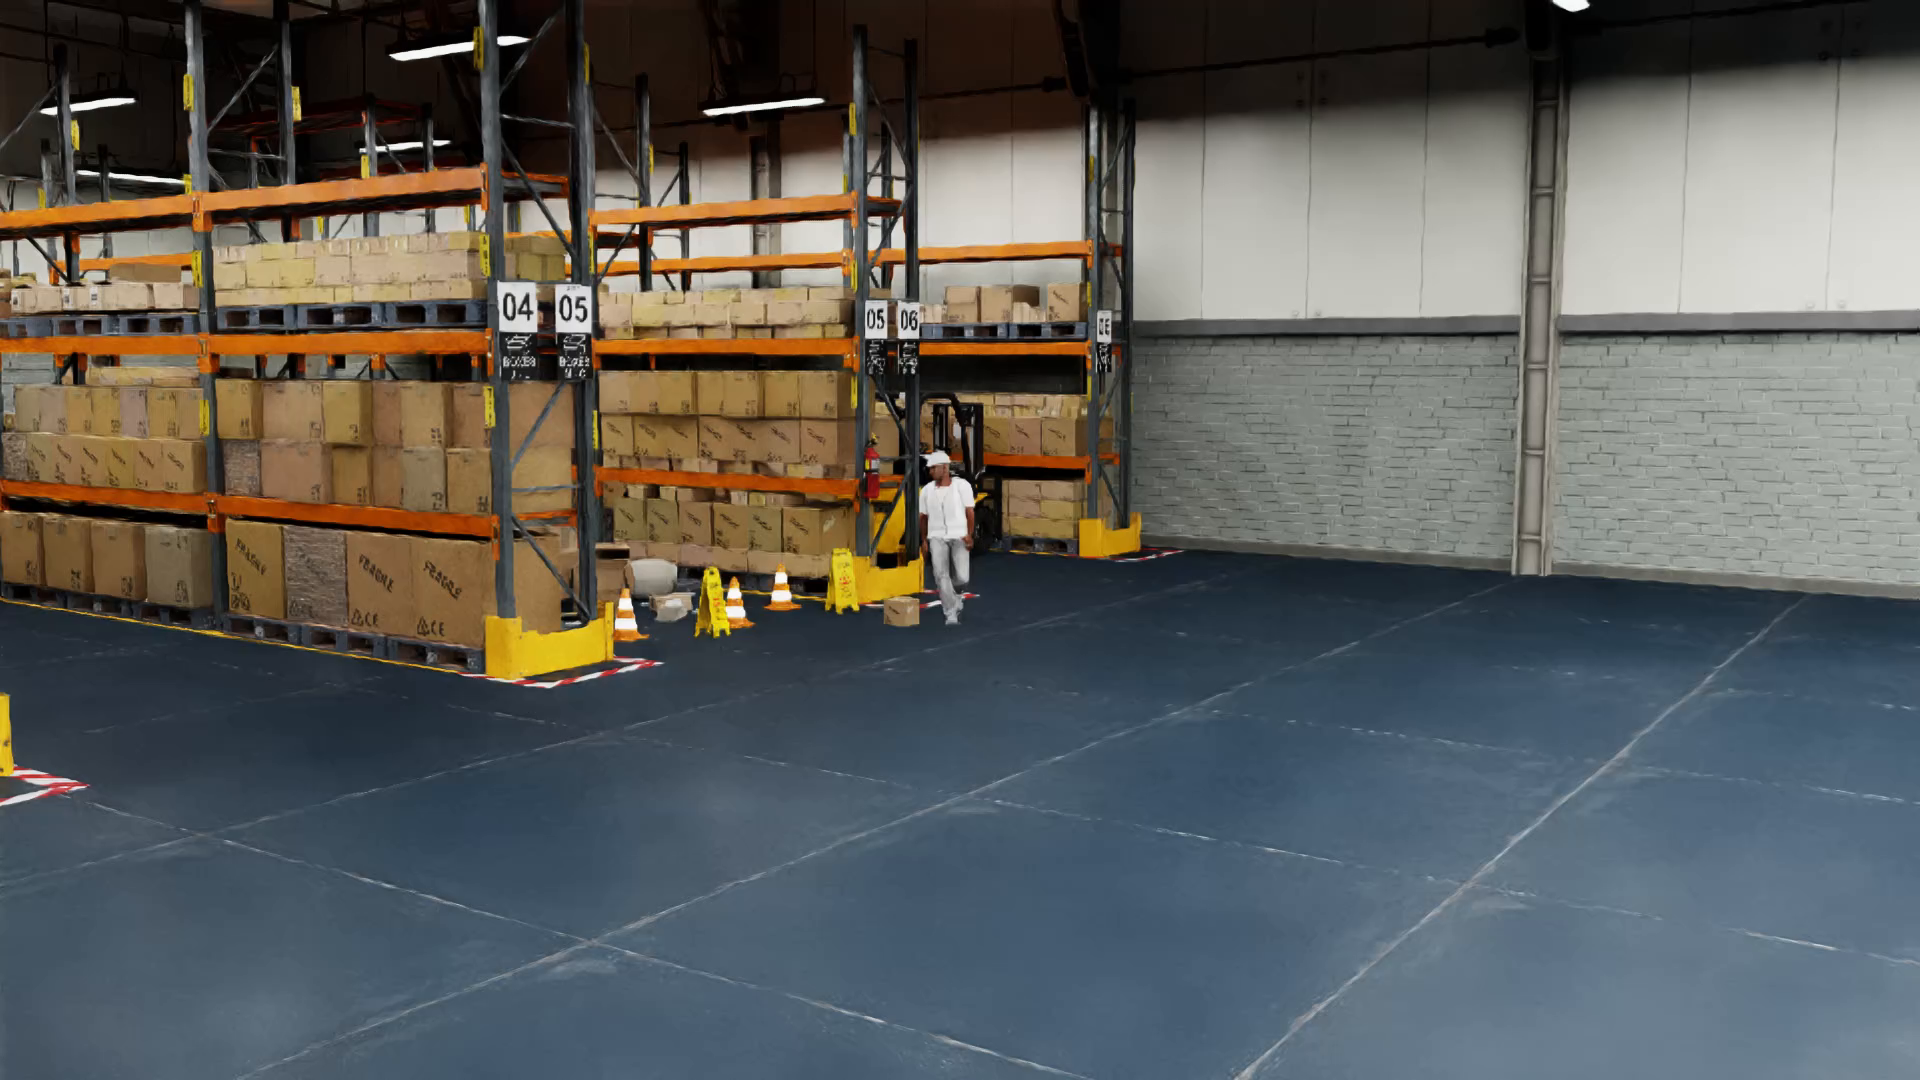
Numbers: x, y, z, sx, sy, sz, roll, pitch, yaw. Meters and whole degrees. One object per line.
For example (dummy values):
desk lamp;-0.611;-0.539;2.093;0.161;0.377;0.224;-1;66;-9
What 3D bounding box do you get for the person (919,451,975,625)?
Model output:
person;-0.144;-0.026;16.328;0.582;1.686;0.767;1;6;8
